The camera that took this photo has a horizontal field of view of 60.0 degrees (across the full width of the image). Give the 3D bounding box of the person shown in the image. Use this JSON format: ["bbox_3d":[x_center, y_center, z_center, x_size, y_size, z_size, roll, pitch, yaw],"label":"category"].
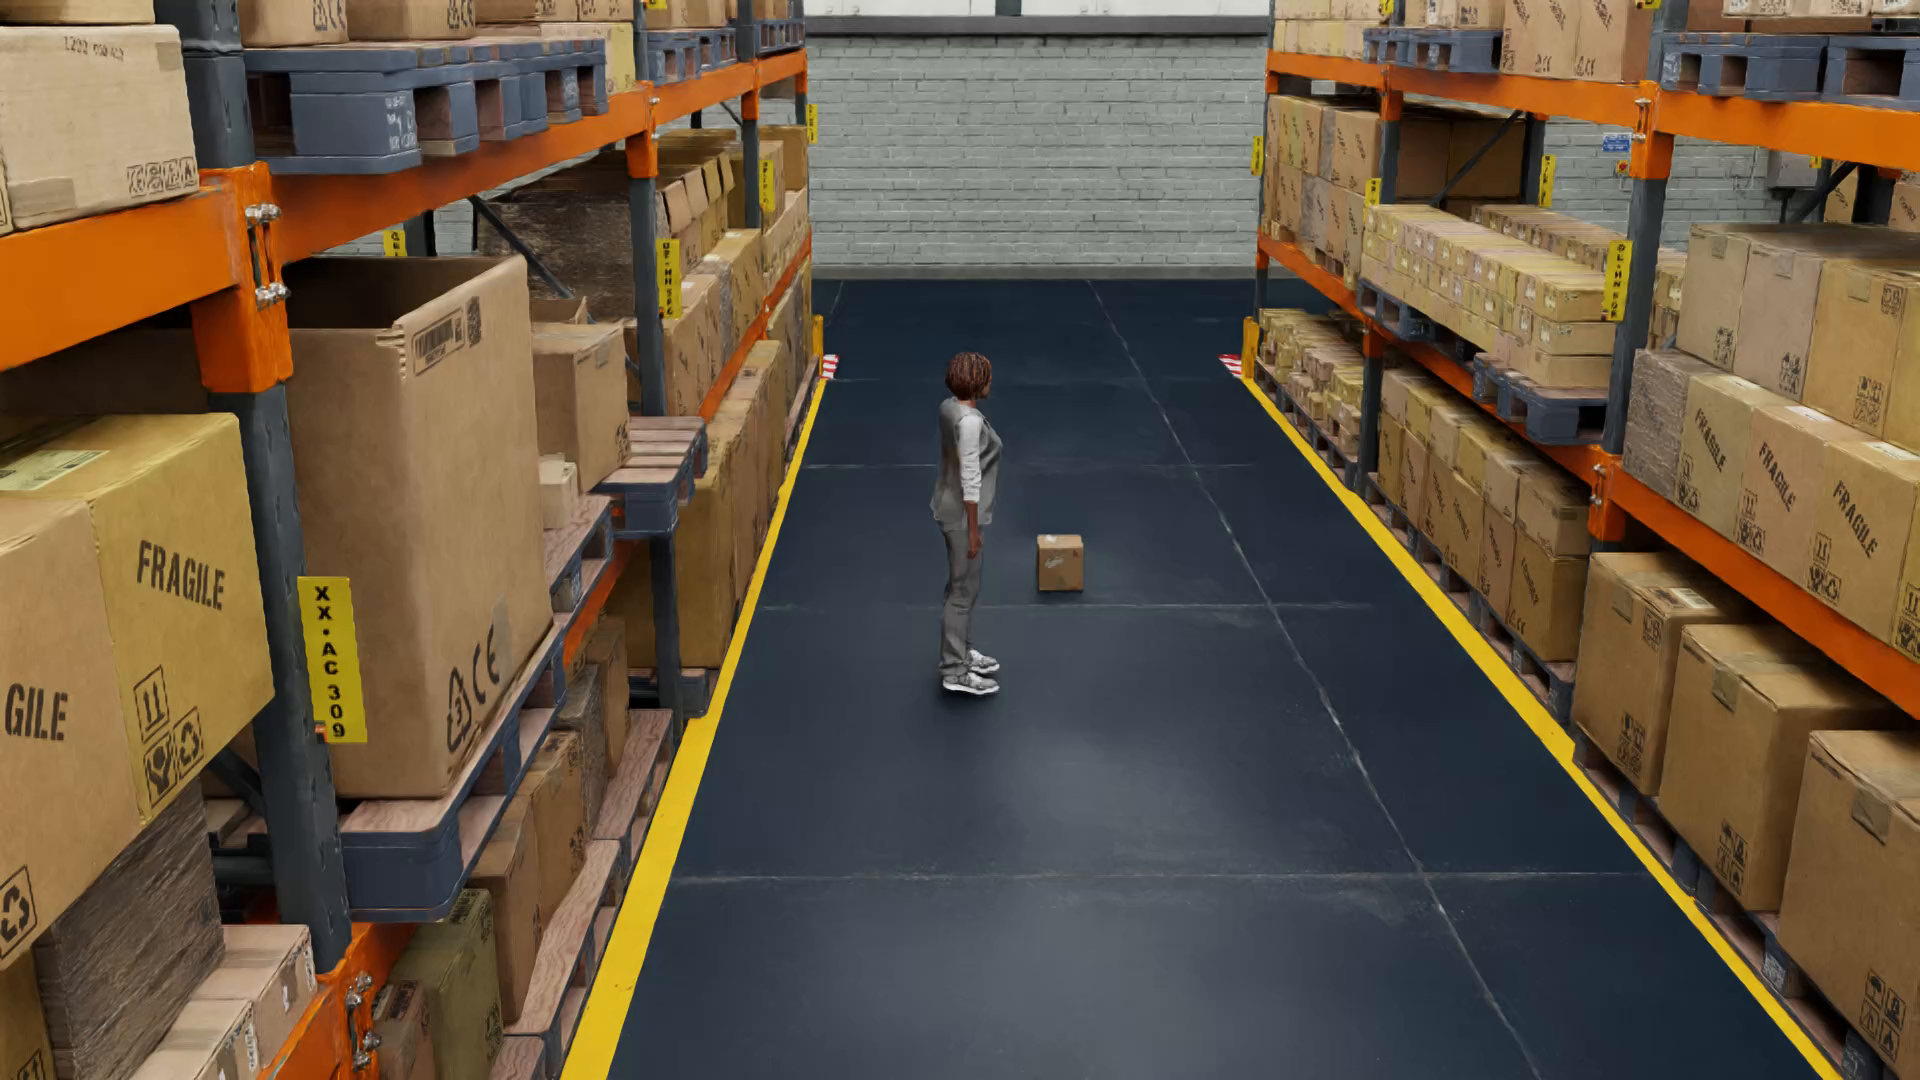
[{"bbox_3d":[0.033,-0.094,7.784,0.339,1.605,0.467,-3,18,-9],"label":"person"}]
